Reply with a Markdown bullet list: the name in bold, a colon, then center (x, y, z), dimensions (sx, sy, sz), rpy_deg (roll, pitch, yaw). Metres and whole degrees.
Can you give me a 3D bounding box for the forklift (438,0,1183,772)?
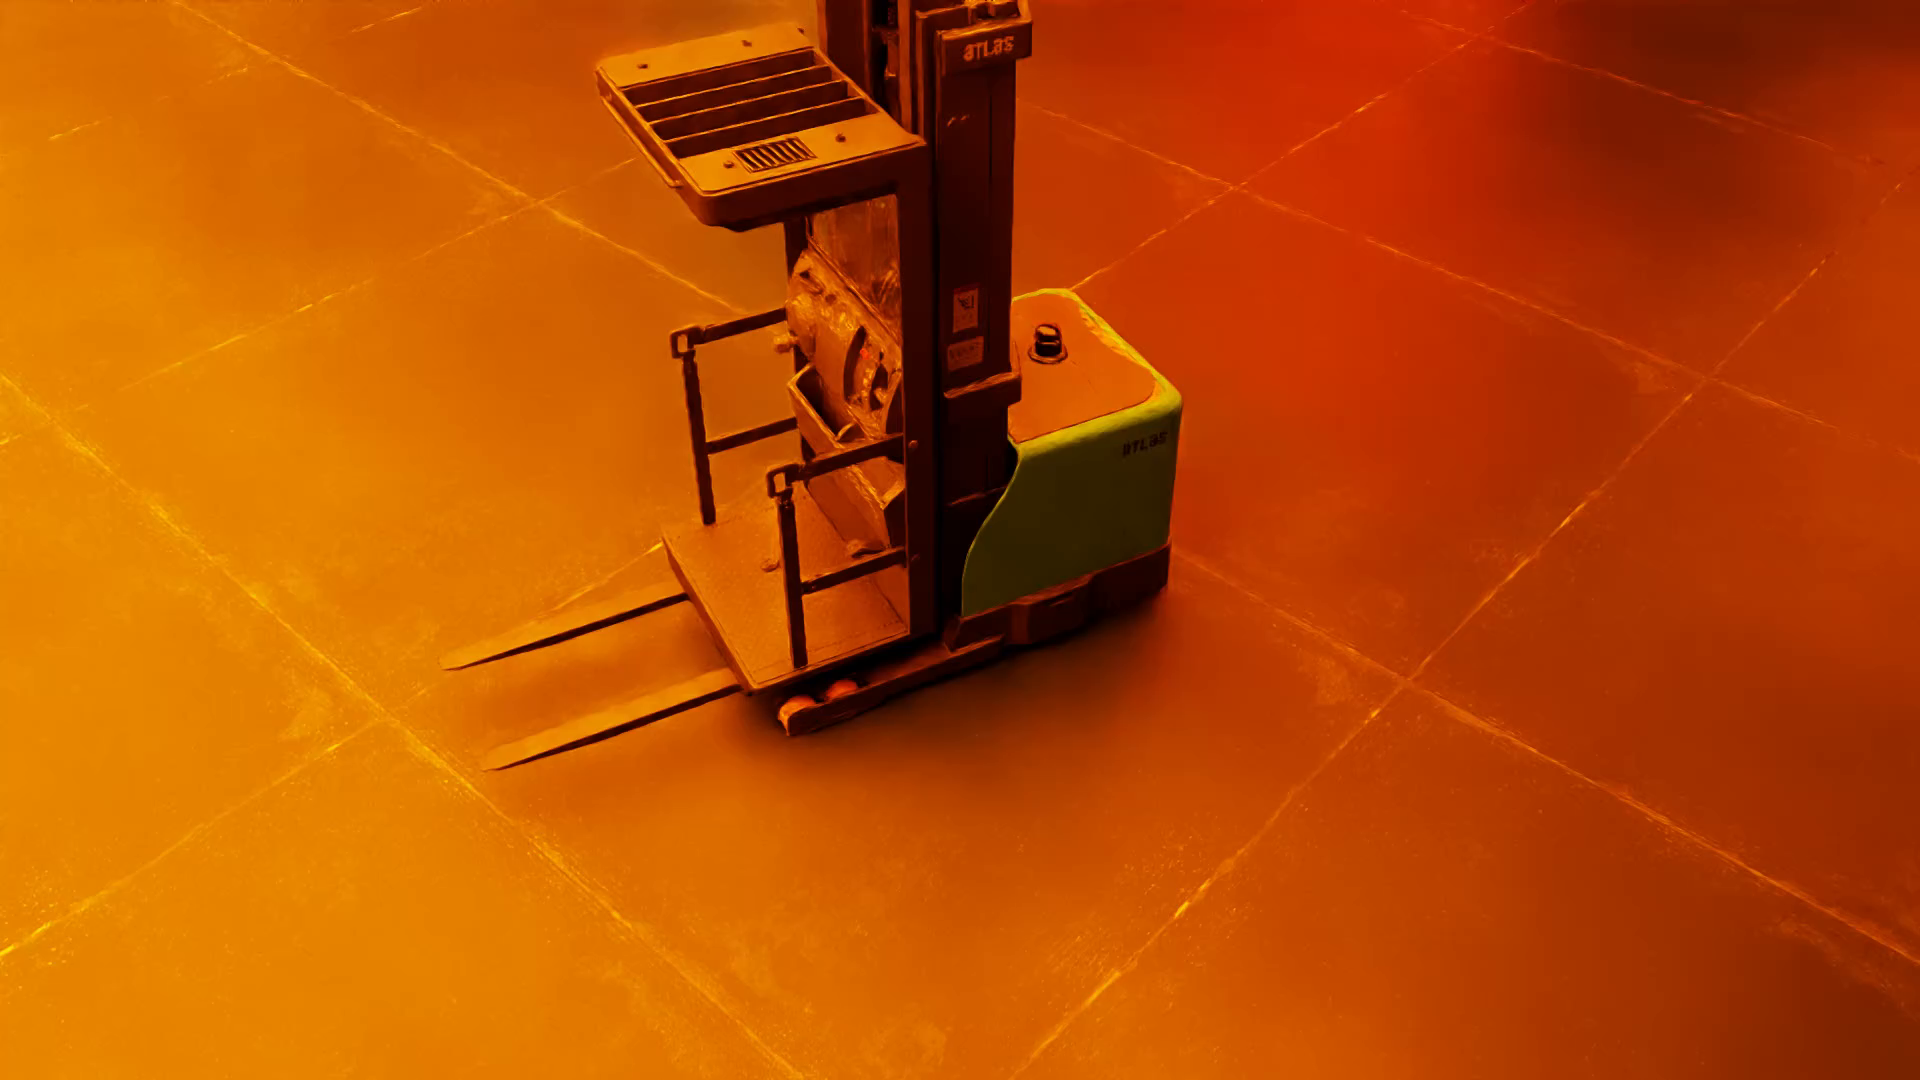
- **forklift**: center (-0.627, -0.715, 6.261), dimensions (3.031, 2.935, 1.130), rpy_deg (-19, 44, -21)
